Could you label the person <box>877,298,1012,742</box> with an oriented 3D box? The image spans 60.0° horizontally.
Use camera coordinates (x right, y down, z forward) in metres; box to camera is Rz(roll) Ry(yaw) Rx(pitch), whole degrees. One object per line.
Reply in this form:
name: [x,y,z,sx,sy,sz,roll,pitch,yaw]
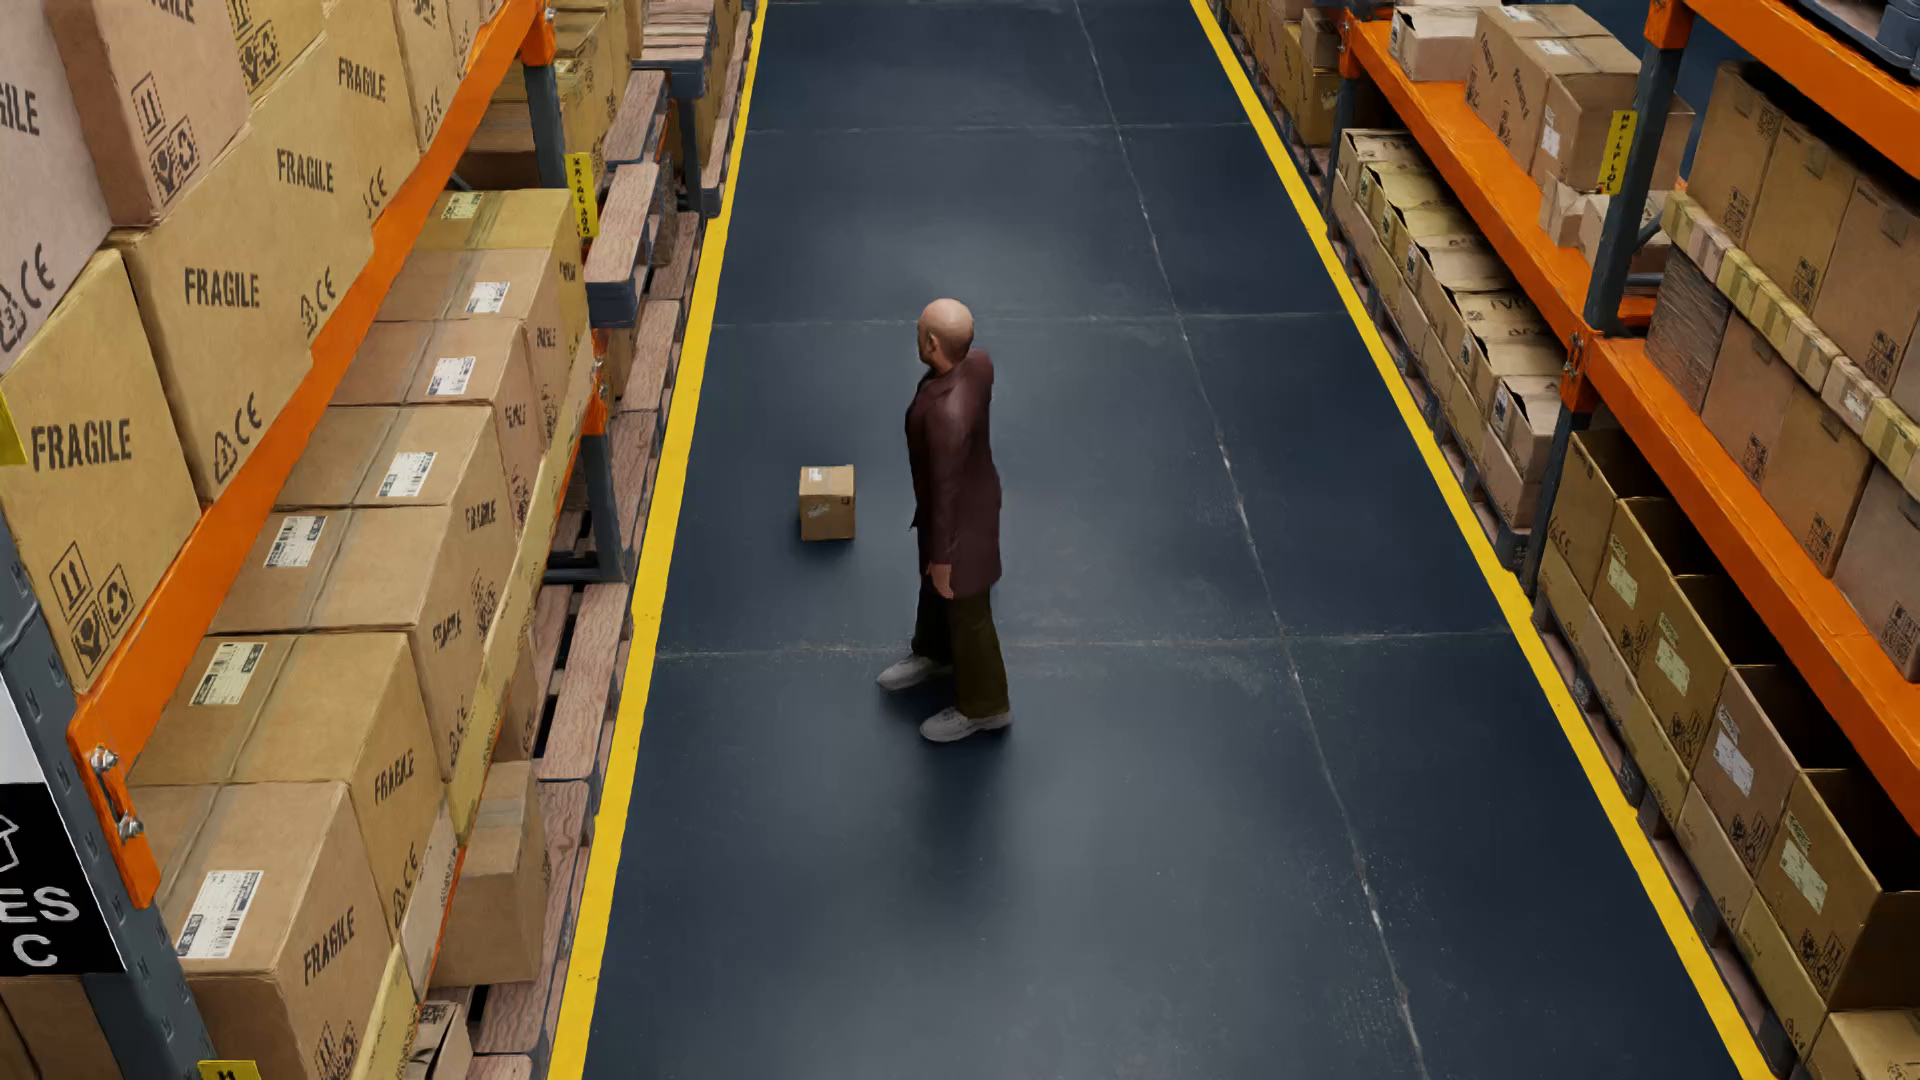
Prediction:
person: [-0.058,-0.040,6.265,0.566,1.685,0.663,5,35,7]
